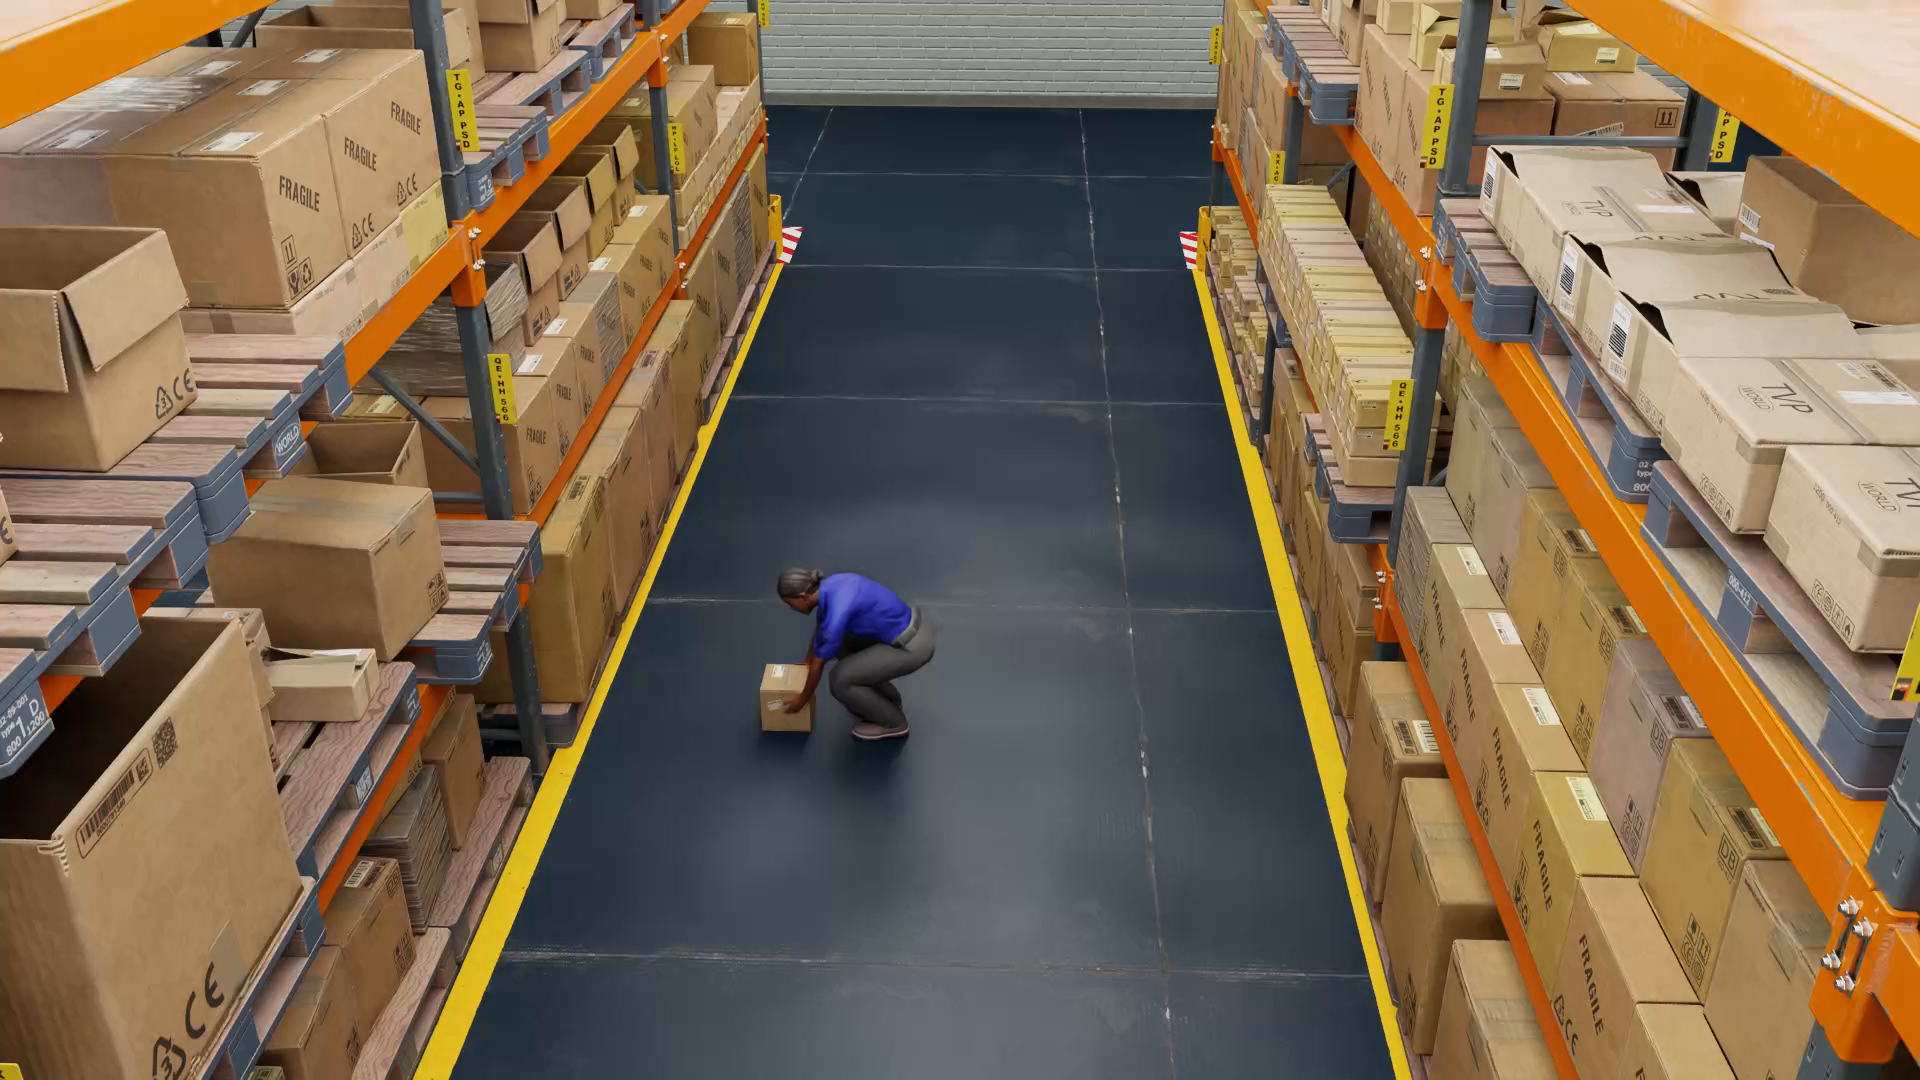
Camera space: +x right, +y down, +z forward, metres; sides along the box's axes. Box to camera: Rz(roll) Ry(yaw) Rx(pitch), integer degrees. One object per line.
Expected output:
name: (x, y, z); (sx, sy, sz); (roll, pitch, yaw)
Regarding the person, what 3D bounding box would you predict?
person: (-0.516, 0.540, 8.394); (0.799, 0.932, 0.475); (1, 28, 2)
